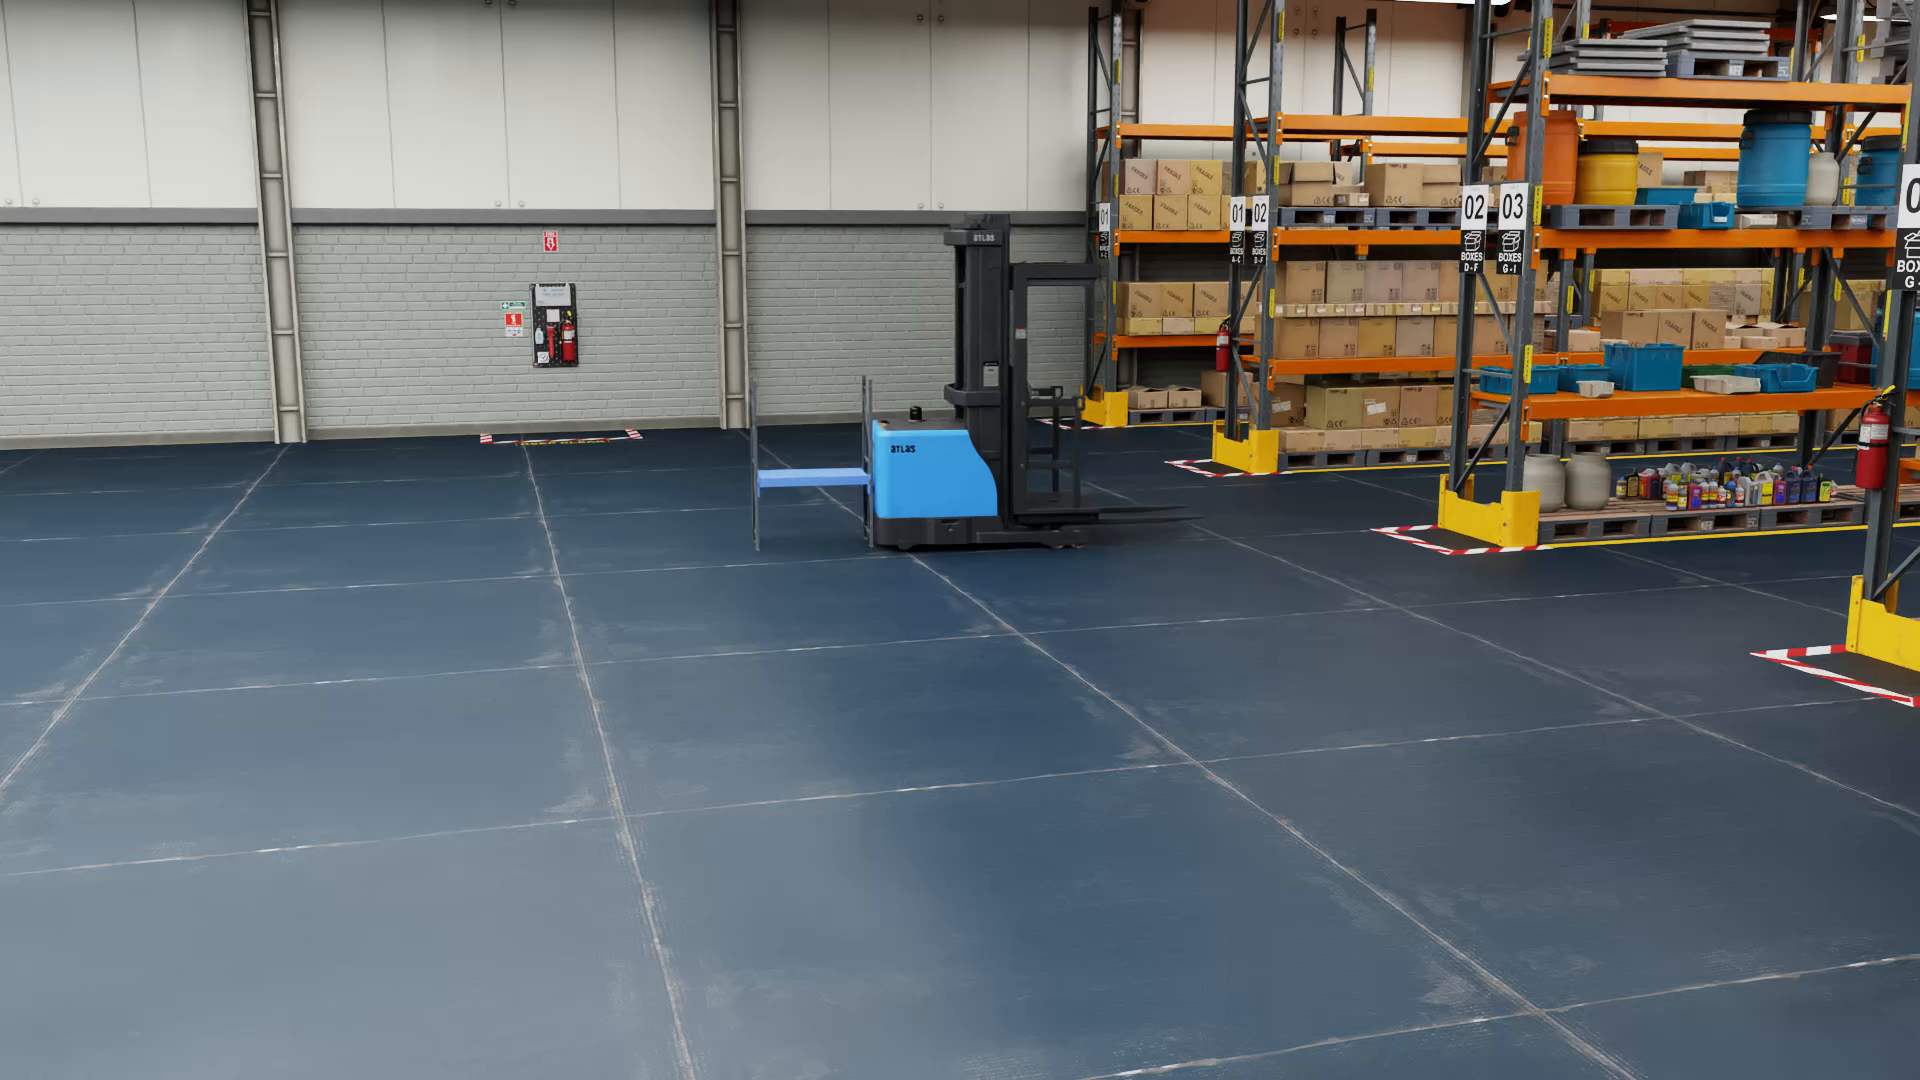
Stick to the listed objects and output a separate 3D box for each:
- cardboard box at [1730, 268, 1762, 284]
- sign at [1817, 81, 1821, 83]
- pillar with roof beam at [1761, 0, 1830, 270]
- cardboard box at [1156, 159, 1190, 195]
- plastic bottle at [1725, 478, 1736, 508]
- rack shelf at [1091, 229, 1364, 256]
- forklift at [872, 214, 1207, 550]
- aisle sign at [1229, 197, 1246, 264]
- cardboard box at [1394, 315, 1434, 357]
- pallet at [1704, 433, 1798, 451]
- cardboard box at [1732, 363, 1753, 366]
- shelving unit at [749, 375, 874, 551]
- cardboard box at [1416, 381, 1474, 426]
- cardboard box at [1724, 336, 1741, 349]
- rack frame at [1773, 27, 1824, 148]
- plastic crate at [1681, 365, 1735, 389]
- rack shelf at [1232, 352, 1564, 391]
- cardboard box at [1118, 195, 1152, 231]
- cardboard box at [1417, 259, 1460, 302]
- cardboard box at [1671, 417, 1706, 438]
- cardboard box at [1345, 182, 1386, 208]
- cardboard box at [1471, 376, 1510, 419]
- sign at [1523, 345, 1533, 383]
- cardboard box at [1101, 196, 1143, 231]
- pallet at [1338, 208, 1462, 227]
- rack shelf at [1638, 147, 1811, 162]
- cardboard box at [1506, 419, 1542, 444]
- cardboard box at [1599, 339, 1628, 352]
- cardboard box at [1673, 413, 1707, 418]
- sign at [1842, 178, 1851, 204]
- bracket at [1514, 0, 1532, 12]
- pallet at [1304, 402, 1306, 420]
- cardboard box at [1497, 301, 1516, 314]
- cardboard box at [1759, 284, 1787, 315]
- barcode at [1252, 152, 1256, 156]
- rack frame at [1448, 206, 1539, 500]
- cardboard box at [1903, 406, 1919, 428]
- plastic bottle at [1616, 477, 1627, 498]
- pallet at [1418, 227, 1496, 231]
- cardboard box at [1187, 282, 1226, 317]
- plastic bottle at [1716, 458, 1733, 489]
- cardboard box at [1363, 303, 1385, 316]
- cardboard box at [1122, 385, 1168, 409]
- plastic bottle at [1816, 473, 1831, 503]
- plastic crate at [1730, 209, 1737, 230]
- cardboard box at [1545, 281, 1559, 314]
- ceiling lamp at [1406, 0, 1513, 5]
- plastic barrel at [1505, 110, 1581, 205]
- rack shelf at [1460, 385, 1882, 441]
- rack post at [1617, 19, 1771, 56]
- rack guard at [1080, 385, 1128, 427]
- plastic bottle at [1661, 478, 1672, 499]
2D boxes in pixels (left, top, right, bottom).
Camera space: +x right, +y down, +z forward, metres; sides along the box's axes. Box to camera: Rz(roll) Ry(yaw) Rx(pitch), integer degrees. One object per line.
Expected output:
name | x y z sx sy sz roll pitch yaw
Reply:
cardboard box | 12.715 -4.315 27.181 0.500 0.250 0.500 -3 11 -15
sign | 13.749 -7.188 26.644 0.005 0.325 0.100 -3 11 -16
pillar with roof beam | 15.219 -6.221 24.189 0.548 9.000 9.100 -3 11 -16
cardboard box | 2.997 -5.246 24.083 0.500 0.500 0.500 -3 11 -17
plastic bottle | 7.281 -0.449 15.723 0.097 0.271 0.097 0 10 0
rack shelf | 3.984 -4.449 24.833 4.000 0.370 1.077 -3 11 -16
forklift | 0.709 -1.453 15.049 3.031 2.935 1.130 -1 11 -8
aisle sign | 3.307 -3.691 19.837 0.004 0.787 0.394 -3 11 -16
cardboard box | 5.389 -2.515 20.348 0.500 0.500 0.700 -3 11 -14
pallet | 10.332 -1.364 22.075 1.213 0.211 1.003 -3 11 -16
cardboard box | 12.998 -2.927 27.643 0.750 0.750 0.750 -3 11 -15
shelving unit | -1.333 -0.701 14.918 1.048 1.500 0.538 -2 11 -10
cardboard box | 5.946 -1.680 20.454 0.500 0.500 0.500 -3 11 -16
cardboard box | 9.924 -2.572 21.631 0.250 0.149 0.380 -2 11 -12
rack frame | 13.586 -6.784 27.245 0.127 3.000 1.000 -3 11 -16
plastic crate | 7.291 -1.583 16.147 0.662 0.188 0.450 -3 11 -16
rack shelf | 5.372 -2.113 20.428 4.000 0.370 1.077 -3 11 -16
cardboard box | 2.455 -4.734 24.063 0.500 0.500 0.500 -3 11 -14
cardboard box | 5.902 -3.180 20.381 0.500 0.500 0.700 -3 11 -16
cardboard box | 9.226 -1.477 21.423 0.500 0.250 0.500 -3 11 -15
cardboard box | 5.018 -4.204 20.217 0.500 0.311 0.500 -2 11 -9
cardboard box | 6.760 -1.822 21.224 0.500 0.500 0.500 -3 11 -16
sign | 4.982 -1.544 14.589 0.005 0.325 0.100 -3 11 -16
cardboard box | 2.394 -4.826 24.561 0.500 0.500 0.500 -2 11 -12
pallet | 5.312 -3.891 20.058 1.213 0.211 1.003 -3 11 -16
rack shelf | 11.665 -6.132 26.797 4.000 0.370 1.077 -3 11 -16
cardboard box | 6.908 -1.360 20.790 0.500 0.250 0.500 -3 11 -16
cardboard box | 8.200 -2.453 20.986 0.250 0.149 0.380 -3 11 -16
cardboard box | 9.235 -1.753 21.375 0.500 0.311 0.500 -3 11 -14
sign | 11.280 -4.442 21.160 0.005 0.325 0.100 -3 11 -16
bracket | 8.753 -8.396 26.058 0.430 0.232 0.235 -3 11 -16
pallet | 5.269 -2.017 25.624 1.213 0.211 1.003 -3 11 -16
cardboard box | 6.603 -2.859 20.427 0.250 0.149 0.380 -3 11 -18
cardboard box | 13.213 -3.972 27.385 0.500 0.500 0.500 -3 11 -17
barcode | 4.450 -5.842 25.169 0.075 0.075 0.001 -3 11 -16
rack frame | 4.833 -1.504 15.135 0.127 3.000 1.000 -3 11 -16
cardboard box | 12.634 -1.782 22.336 0.500 0.500 0.500 -3 11 -17
plastic bottle | 6.474 -0.513 16.267 0.097 0.201 0.097 0 10 0
pallet | 7.522 -4.877 25.692 1.003 0.211 1.213 -3 11 -16
cardboard box | 3.581 -3.551 24.543 0.500 0.500 0.500 -3 11 -18
plastic bottle | 7.601 -0.642 16.552 0.185 0.351 0.144 -4 11 -18
cardboard box | 4.880 -2.768 19.935 0.250 0.149 0.380 -3 11 -18
cardboard box | 2.753 -2.140 24.798 0.500 0.311 0.500 -4 11 -22
plastic bottle | 8.304 -0.505 15.996 0.133 0.283 0.061 -2 11 -13
plastic crate | 7.082 -3.045 15.805 0.450 0.188 0.336 -3 11 -16
cardboard box | 9.297 -3.871 26.501 0.500 0.500 0.700 -4 11 -23
ceiling lamp | 6.560 -8.755 21.831 2.000 3.185 0.800 -3 11 -16
plastic barrel | 5.264 -3.444 15.040 0.708 0.830 0.600 -3 11 -16
rack shelf | 6.753 -1.251 15.749 4.000 0.370 1.077 -3 11 -16
rack post | 6.685 -4.521 15.160 0.954 0.300 0.937 -3 11 -17
rack guard | 2.137 -2.001 24.737 0.348 0.500 1.175 -3 11 -16
plastic bottle | 6.909 -0.508 16.236 0.097 0.201 0.097 0 10 0
